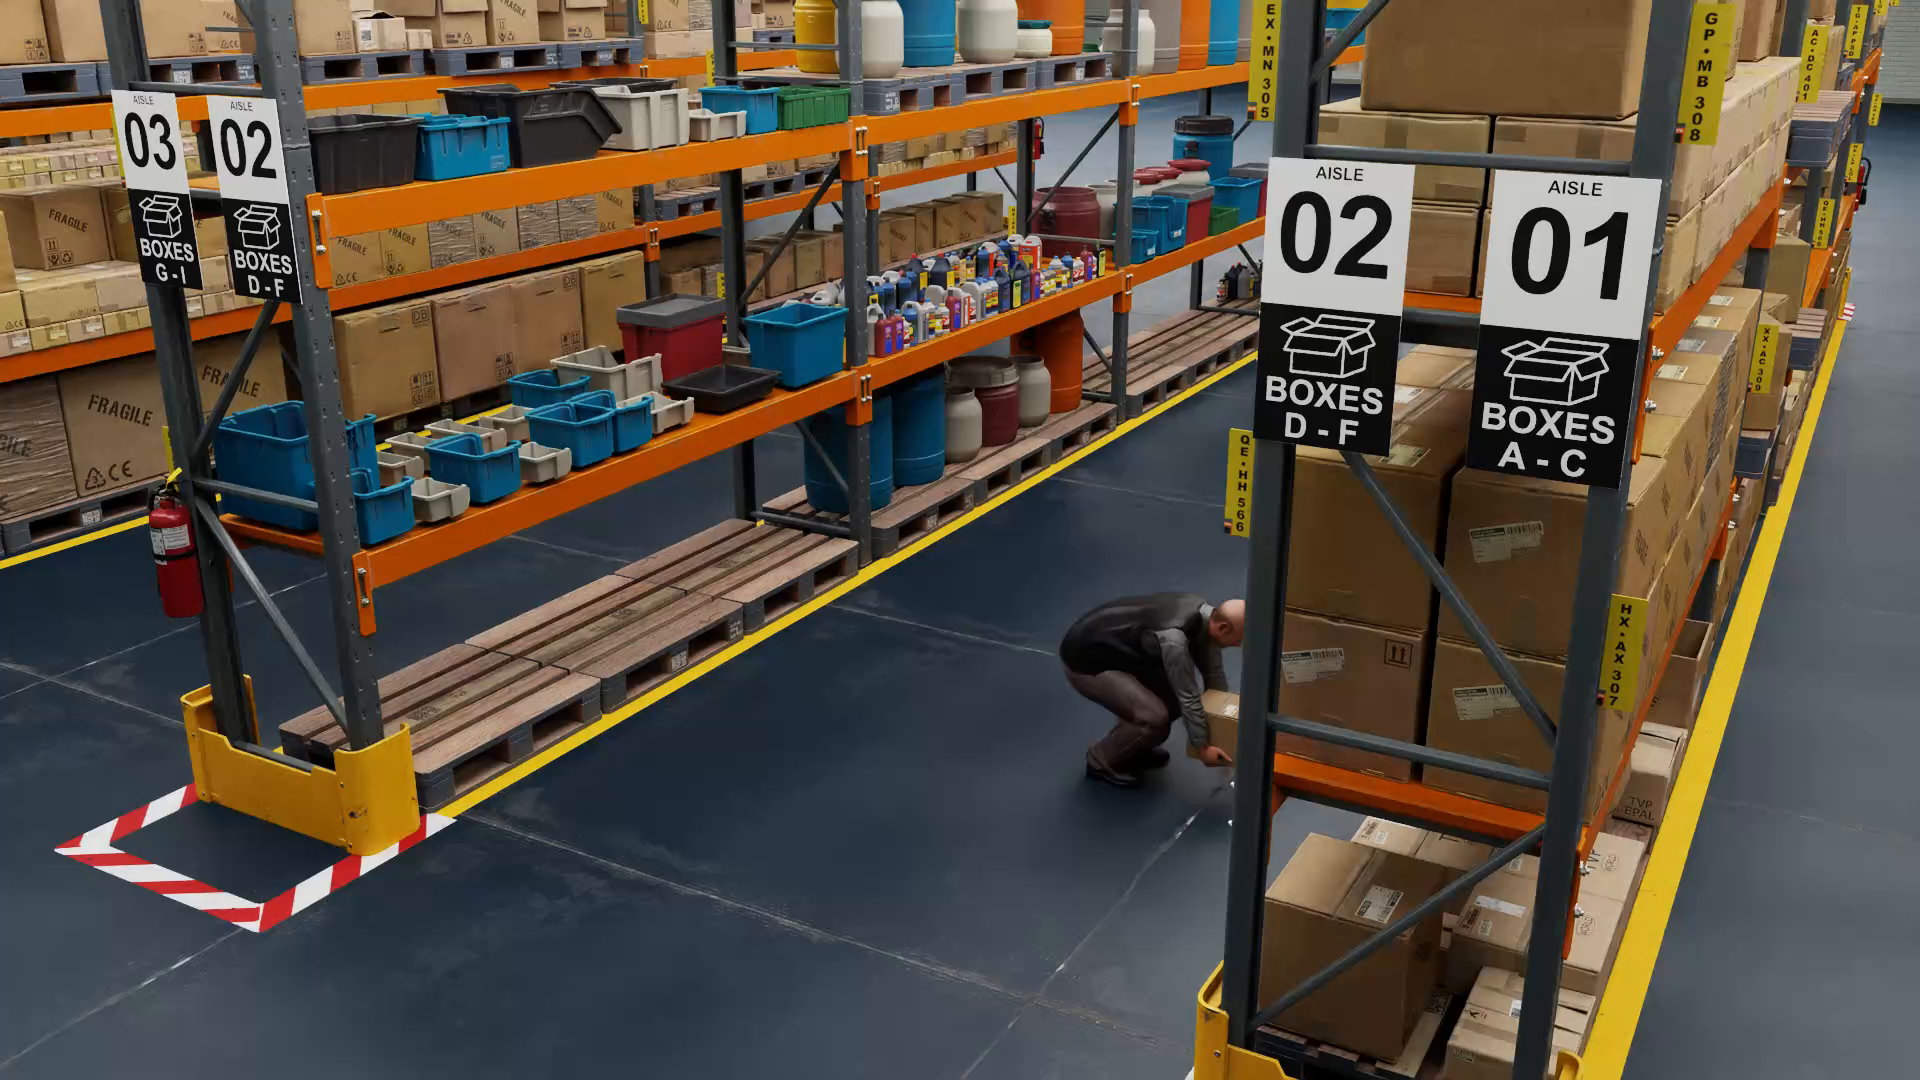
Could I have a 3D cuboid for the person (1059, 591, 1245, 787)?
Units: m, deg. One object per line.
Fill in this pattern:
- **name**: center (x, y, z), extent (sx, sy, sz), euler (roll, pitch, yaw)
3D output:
- **person**: center (0.929, 0.681, 7.837), extent (0.908, 0.951, 0.513), euler (10, 22, 26)
